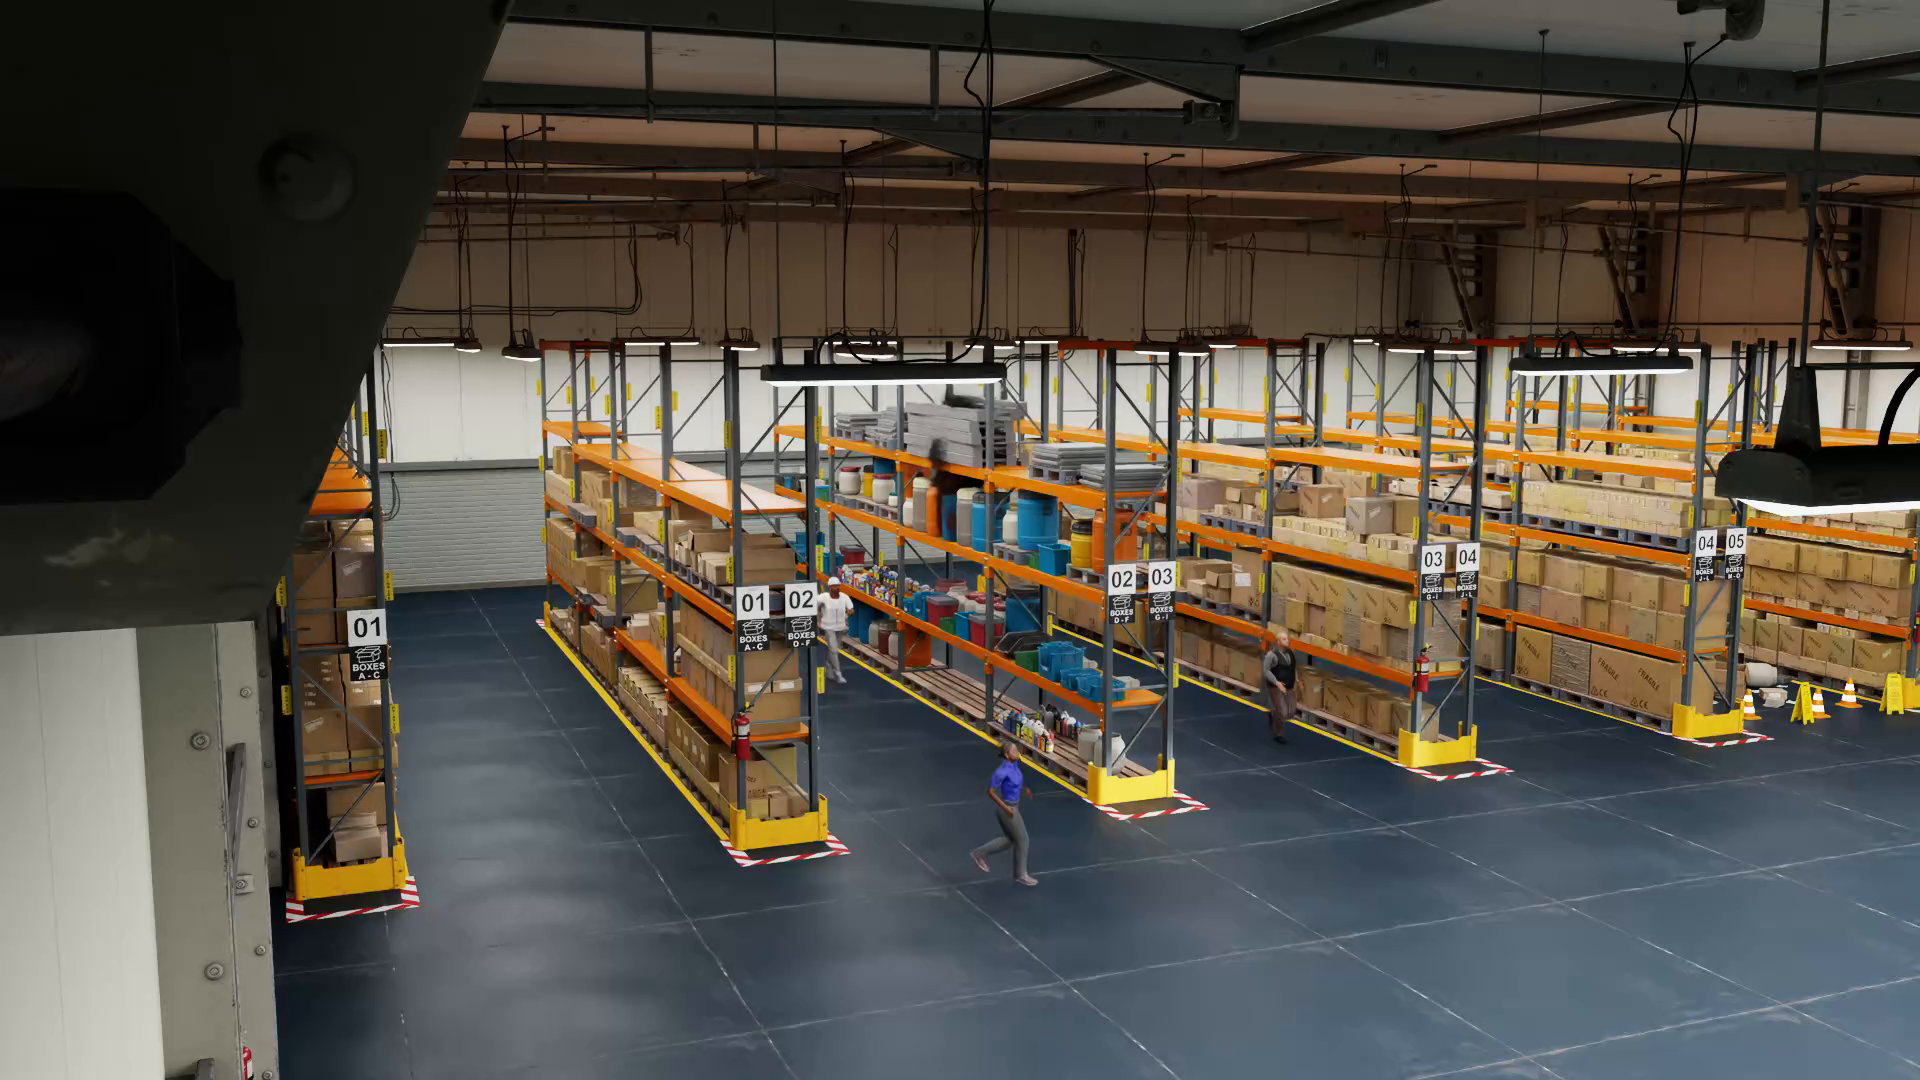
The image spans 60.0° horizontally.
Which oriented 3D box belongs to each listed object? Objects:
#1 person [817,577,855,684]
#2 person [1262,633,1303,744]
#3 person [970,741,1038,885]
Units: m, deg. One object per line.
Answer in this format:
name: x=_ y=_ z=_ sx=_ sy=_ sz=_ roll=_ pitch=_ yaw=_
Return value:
person: x=-2.113 y=1.521 z=28.029 sx=0.701 sy=1.817 sz=0.911 roll=-4 pitch=8 yaw=-28
person: x=4.787 y=2.203 z=24.949 sx=0.643 sy=1.670 sz=0.628 roll=-5 pitch=9 yaw=-32
person: x=0.504 y=3.091 z=18.870 sx=0.792 sy=1.646 sz=0.574 roll=1 pitch=8 yaw=10
